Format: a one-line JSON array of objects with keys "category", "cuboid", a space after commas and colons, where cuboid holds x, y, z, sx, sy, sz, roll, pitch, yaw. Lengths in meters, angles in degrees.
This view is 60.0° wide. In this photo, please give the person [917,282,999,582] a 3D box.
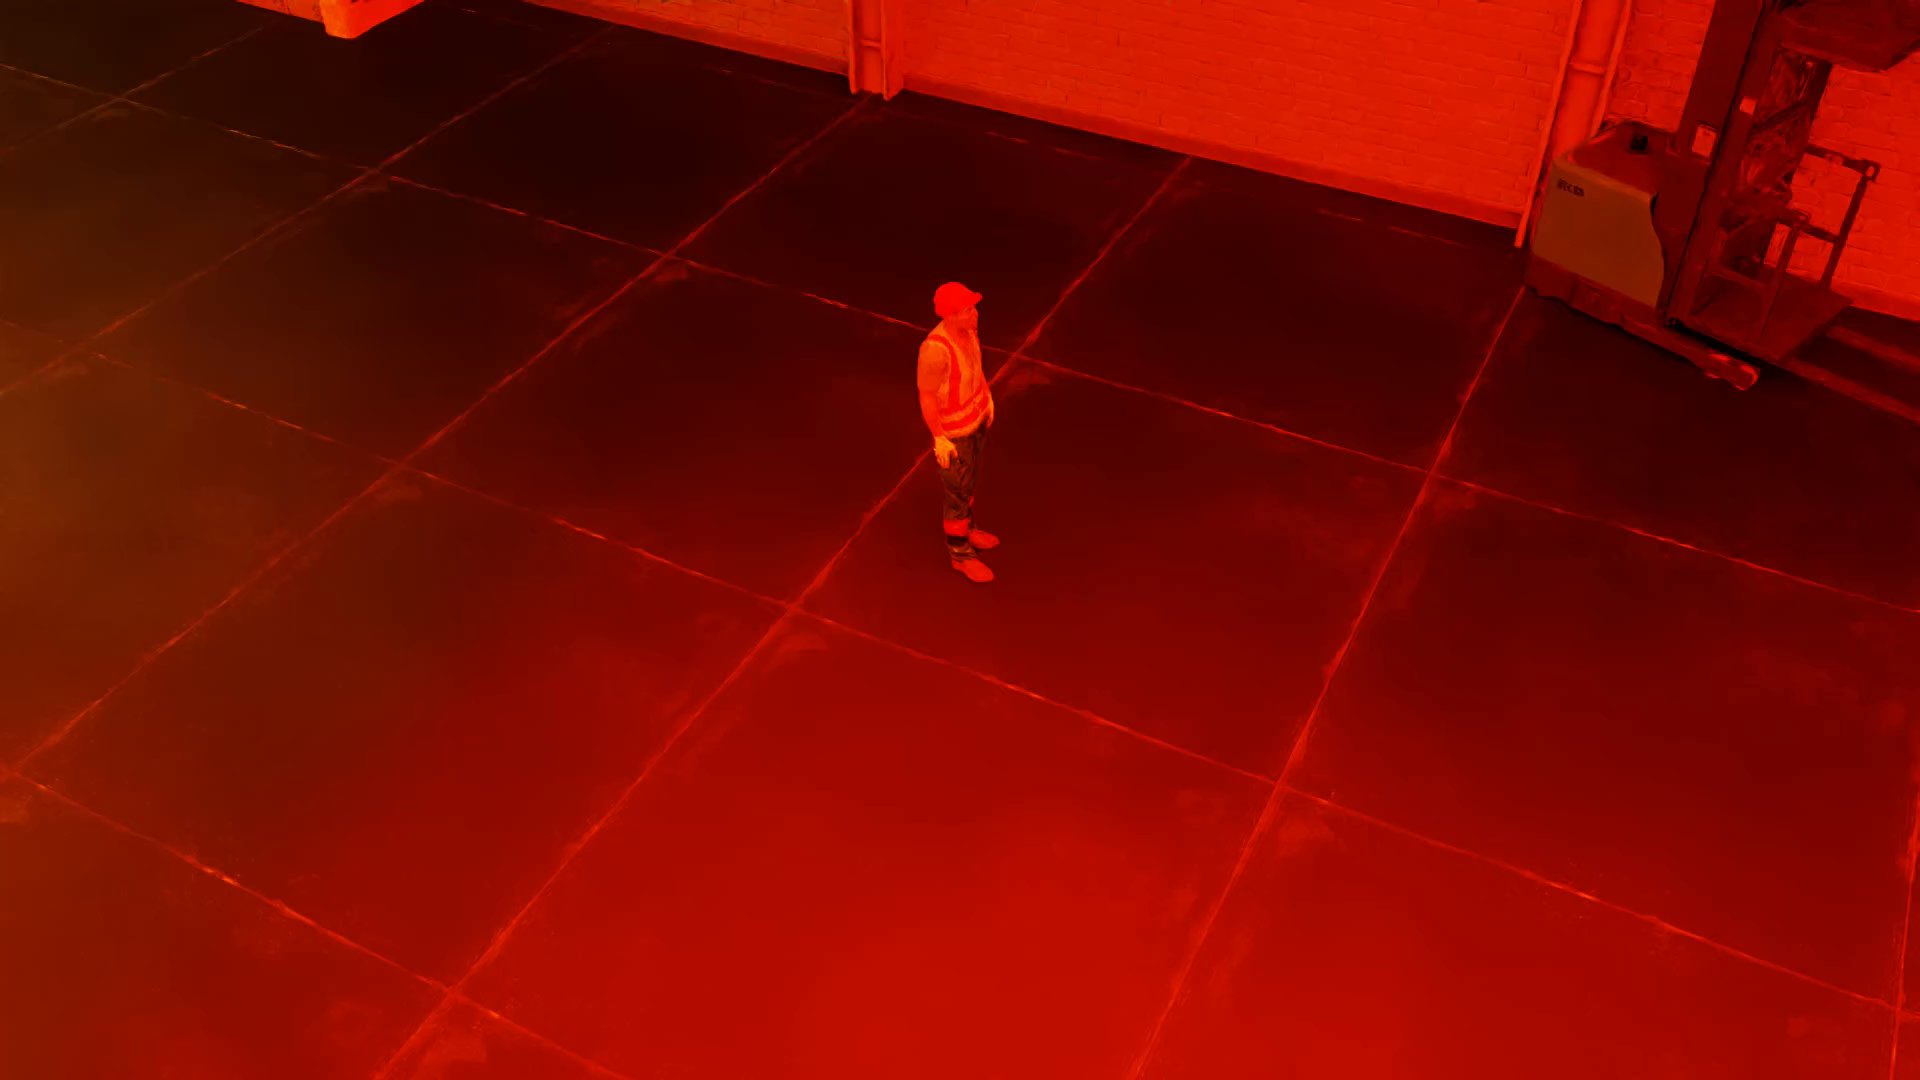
[{"category": "person", "cuboid": [0.066, -0.660, 9.645, 0.563, 1.787, 0.637, 18, 43, 21]}]

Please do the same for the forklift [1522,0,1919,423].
[{"category": "forklift", "cuboid": [5.582, -2.534, 10.995, 1.130, 2.935, 3.031, -31, 49, -31]}]
